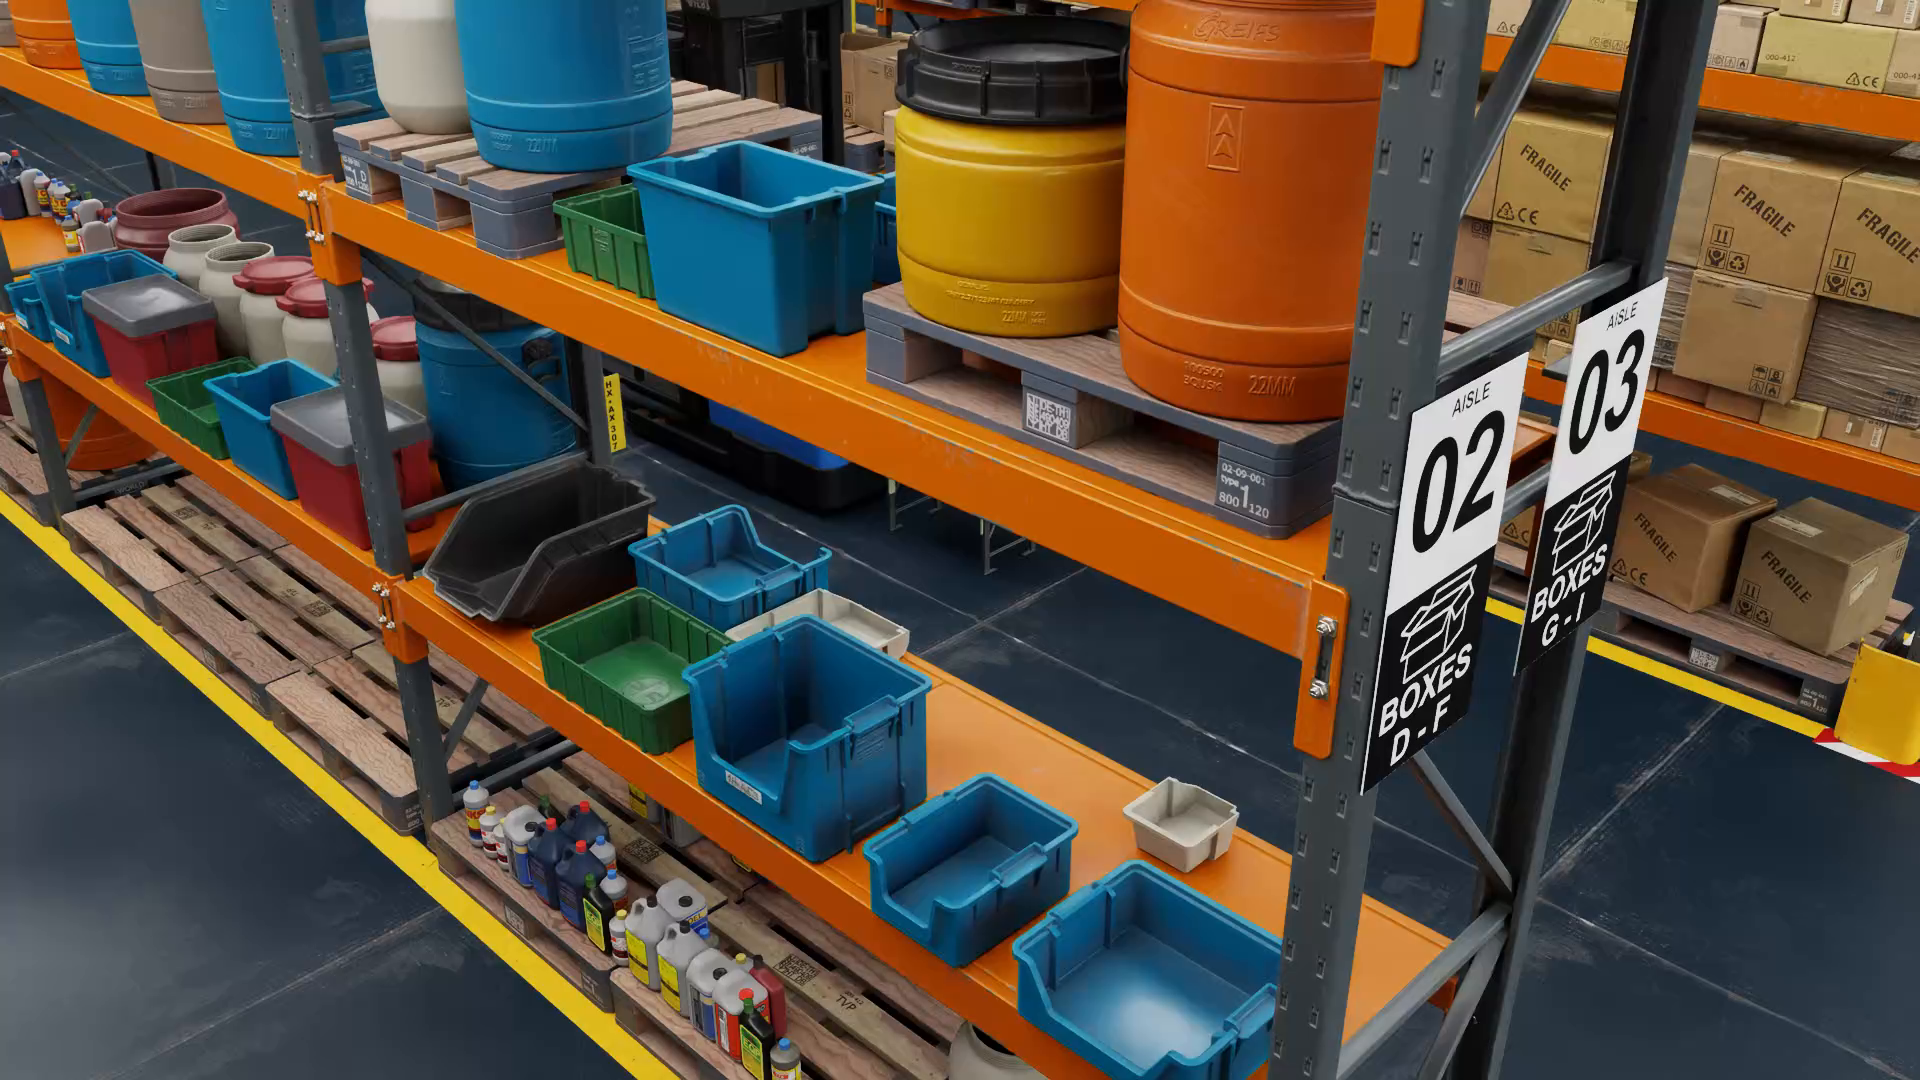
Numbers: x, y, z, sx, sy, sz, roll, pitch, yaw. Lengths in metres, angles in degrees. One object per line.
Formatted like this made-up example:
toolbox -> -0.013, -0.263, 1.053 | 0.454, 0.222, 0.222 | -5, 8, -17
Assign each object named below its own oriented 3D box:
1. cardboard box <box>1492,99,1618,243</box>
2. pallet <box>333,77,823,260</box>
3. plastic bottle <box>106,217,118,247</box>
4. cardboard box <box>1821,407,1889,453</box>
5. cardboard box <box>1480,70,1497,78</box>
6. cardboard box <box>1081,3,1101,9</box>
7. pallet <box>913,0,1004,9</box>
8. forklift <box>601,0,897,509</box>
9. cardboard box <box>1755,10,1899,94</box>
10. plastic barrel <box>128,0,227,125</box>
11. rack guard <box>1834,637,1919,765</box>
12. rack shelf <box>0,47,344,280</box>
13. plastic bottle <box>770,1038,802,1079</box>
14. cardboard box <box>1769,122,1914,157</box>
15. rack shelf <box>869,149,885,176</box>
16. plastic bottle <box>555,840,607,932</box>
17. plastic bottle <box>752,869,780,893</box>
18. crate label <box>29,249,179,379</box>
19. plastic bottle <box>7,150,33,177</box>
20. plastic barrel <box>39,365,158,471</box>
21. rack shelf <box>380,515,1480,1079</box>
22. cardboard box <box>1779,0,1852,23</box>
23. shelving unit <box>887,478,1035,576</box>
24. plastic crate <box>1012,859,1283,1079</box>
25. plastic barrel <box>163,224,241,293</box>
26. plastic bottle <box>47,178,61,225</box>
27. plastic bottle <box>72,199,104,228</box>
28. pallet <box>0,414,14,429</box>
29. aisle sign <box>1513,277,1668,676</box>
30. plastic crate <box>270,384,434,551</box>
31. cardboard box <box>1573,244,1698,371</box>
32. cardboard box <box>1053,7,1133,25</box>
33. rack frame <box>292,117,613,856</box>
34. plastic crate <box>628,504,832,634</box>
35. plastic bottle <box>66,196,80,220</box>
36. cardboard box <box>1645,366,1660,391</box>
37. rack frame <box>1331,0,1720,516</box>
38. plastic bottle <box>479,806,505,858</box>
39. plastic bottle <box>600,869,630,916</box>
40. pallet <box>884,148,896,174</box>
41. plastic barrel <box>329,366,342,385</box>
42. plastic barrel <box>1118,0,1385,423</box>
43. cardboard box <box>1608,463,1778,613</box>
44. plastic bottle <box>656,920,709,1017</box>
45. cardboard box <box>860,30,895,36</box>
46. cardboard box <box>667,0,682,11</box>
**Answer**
cardboard box -> 2.898, -1.751, 7.856 | 0.500, 0.500, 0.500 | 25, 36, 38
pallet -> -1.212, -1.247, 5.378 | 1.003, 0.211, 1.213 | 25, 36, 38
plastic bottle -> -4.729, -1.704, 9.402 | 0.135, 0.276, 0.152 | 25, 36, 38
cardboard box -> 4.004, -0.539, 7.323 | 0.250, 0.149, 0.380 | 25, 36, 38
cardboard box -> 2.549, -2.250, 8.804 | 0.500, 0.500, 0.500 | 25, 36, 38
cardboard box -> 1.341, -5.016, 15.385 | 0.380, 0.149, 0.250 | -25, 36, -38
pallet -> -0.035, -5.690, 17.055 | 1.213, 0.211, 1.003 | 25, 36, 38
forklift -> -1.463, -2.056, 10.010 | 3.031, 2.935, 1.130 | 24, 36, 38
cardboard box -> 3.650, -2.041, 6.846 | 0.500, 0.250, 0.500 | 25, 37, 39
plastic barrel -> -2.776, -2.063, 6.188 | 0.600, 0.901, 0.600 | 0, 28, 0
rack guard -> 4.475, 0.537, 7.691 | 0.348, 0.500, 1.175 | 25, 36, 38
rack shelf -> -3.221, -1.868, 7.129 | 4.000, 0.370, 1.077 | 25, 36, 38
plastic bottle -> -0.560, 1.689, 5.348 | 0.097, 0.201, 0.097 | 0, 28, 0
cardboard box -> 3.977, -1.598, 7.565 | 0.500, 0.500, 0.500 | 25, 36, 38
rack shelf -> 0.251, -2.184, 10.953 | 4.000, 0.370, 1.077 | 25, 36, 38
plastic bottle -> -1.376, 1.235, 6.052 | 0.185, 0.351, 0.144 | 23, 35, 36
plastic bottle -> -0.728, 1.174, 6.240 | 0.133, 0.283, 0.061 | 25, 36, 38
crate label -> -4.129, -1.113, 8.105 | 0.616, 0.435, 0.502 | 25, 36, 38
plastic bottle -> -5.829, -2.243, 10.347 | 0.185, 0.351, 0.144 | 25, 36, 38
plastic barrel -> -5.008, -0.890, 9.601 | 0.708, 0.830, 0.600 | 25, 36, 38
rack shelf -> -0.369, 0.765, 5.345 | 4.000, 0.370, 1.077 | 25, 36, 38
cardboard box -> 3.542, -2.220, 6.758 | 0.250, 0.149, 0.380 | 25, 37, 39
shelving unit -> 0.005, -0.662, 8.897 | 0.755, 1.500, 0.431 | 25, 36, 38
plastic crate -> 0.490, 1.101, 4.092 | 0.616, 0.251, 0.499 | 25, 36, 38
plastic barrel -> -3.764, -1.296, 8.371 | 0.421, 0.512, 0.421 | 0, 28, 0
plastic bottle -> -5.452, -2.051, 10.066 | 0.097, 0.271, 0.097 | 0, 28, 0
plastic bottle -> -5.059, -1.855, 9.689 | 0.135, 0.276, 0.152 | 25, 36, 38
pallet -> -6.105, -0.918, 10.769 | 1.213, 0.211, 1.003 | 25, 36, 38
aisle sign -> 1.314, -0.125, 3.471 | 0.004, 0.787, 0.394 | 25, 36, 38
plastic crate -> -2.355, -0.291, 6.511 | 0.583, 0.464, 0.402 | 25, 36, 38
cardboard box -> 3.390, -1.210, 7.900 | 0.500, 0.500, 0.875 | 25, 36, 38
cardboard box -> 1.209, -2.607, 9.888 | 1.000, 1.000, 1.000 | 25, 37, 39
rack frame -> -1.795, -0.206, 6.418 | 0.127, 3.000, 1.000 | 25, 36, 38
plastic crate -> -0.816, 0.131, 5.937 | 0.616, 0.251, 0.499 | 25, 36, 38
plastic bottle -> -5.165, -1.880, 9.741 | 0.097, 0.271, 0.097 | 0, 28, 0
cardboard box -> 3.279, -0.860, 7.932 | 0.250, 0.149, 0.380 | 25, 36, 38
rack frame -> 1.057, -1.556, 2.540 | 0.127, 3.000, 1.000 | 25, 36, 38
plastic bottle -> -1.803, 1.121, 6.430 | 0.097, 0.201, 0.097 | 0, 28, 0
plastic bottle -> -1.245, 1.305, 6.003 | 0.097, 0.271, 0.097 | 0, 28, 0
pallet -> 0.265, -2.437, 10.869 | 1.213, 0.211, 1.003 | 25, 36, 38
plastic barrel -> -2.631, -0.627, 7.369 | 0.301, 0.262, 0.301 | 0, 28, 0
plastic barrel -> 0.622, -0.721, 3.262 | 0.708, 0.830, 0.600 | 25, 36, 38
cardboard box -> 3.646, -0.017, 8.294 | 0.500, 0.500, 0.500 | -15, 31, -27
plastic bottle -> -0.940, 1.434, 5.673 | 0.144, 0.351, 0.185 | -24, 36, -37
cardboard box -> -0.948, -5.617, 18.682 | 0.250, 0.149, 0.380 | 24, 36, 38
cardboard box -> -1.685, -3.887, 12.234 | 0.797, 0.503, 0.637 | -24, 36, -38
